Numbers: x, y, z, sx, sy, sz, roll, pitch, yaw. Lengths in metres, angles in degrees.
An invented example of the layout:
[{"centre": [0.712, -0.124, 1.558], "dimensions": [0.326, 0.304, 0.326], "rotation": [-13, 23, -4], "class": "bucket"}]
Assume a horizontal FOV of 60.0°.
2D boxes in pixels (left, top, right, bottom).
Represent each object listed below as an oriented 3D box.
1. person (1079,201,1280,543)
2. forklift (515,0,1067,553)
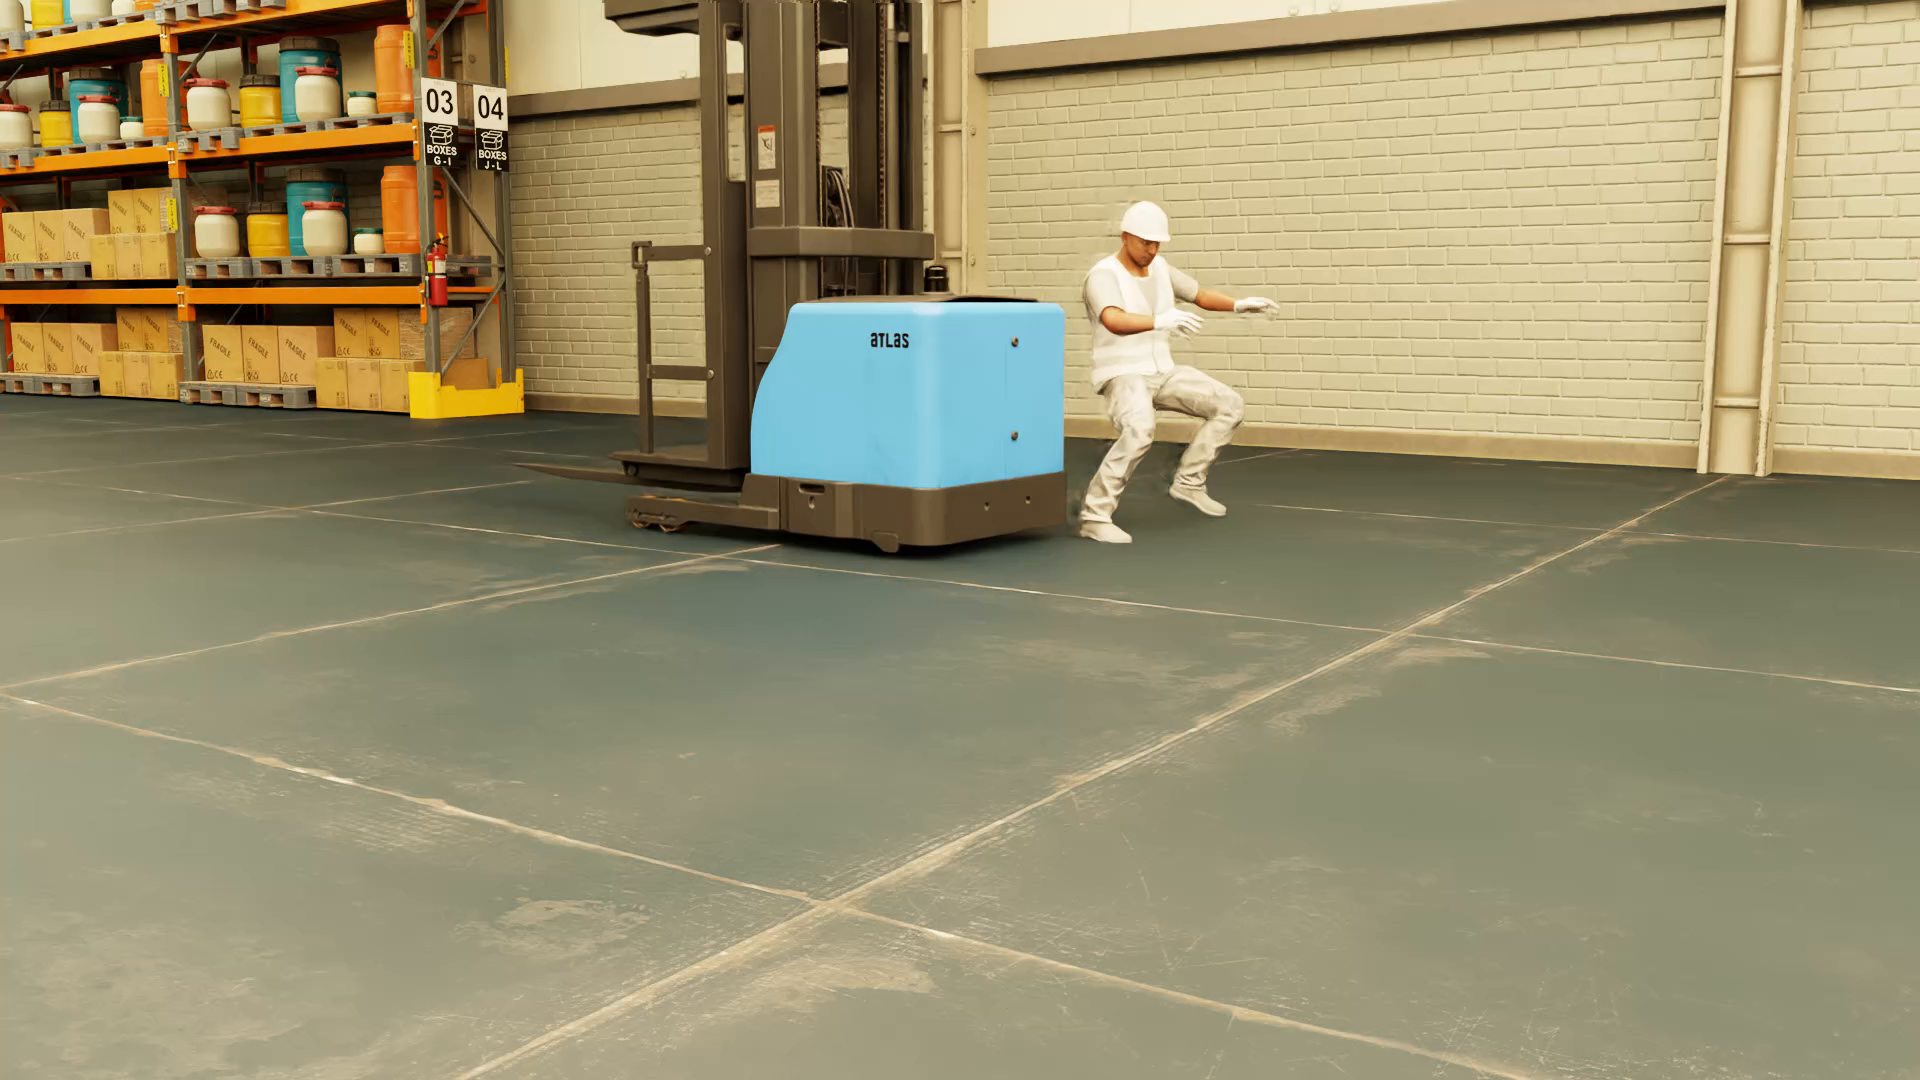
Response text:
[{"centre": [0.984, -0.802, 7.837], "dimensions": [1.018, 1.565, 0.790], "rotation": [-6, 10, -38], "class": "person"}, {"centre": [-0.979, -1.538, 8.010], "dimensions": [3.031, 2.935, 1.130], "rotation": [6, 10, 38], "class": "forklift"}]
